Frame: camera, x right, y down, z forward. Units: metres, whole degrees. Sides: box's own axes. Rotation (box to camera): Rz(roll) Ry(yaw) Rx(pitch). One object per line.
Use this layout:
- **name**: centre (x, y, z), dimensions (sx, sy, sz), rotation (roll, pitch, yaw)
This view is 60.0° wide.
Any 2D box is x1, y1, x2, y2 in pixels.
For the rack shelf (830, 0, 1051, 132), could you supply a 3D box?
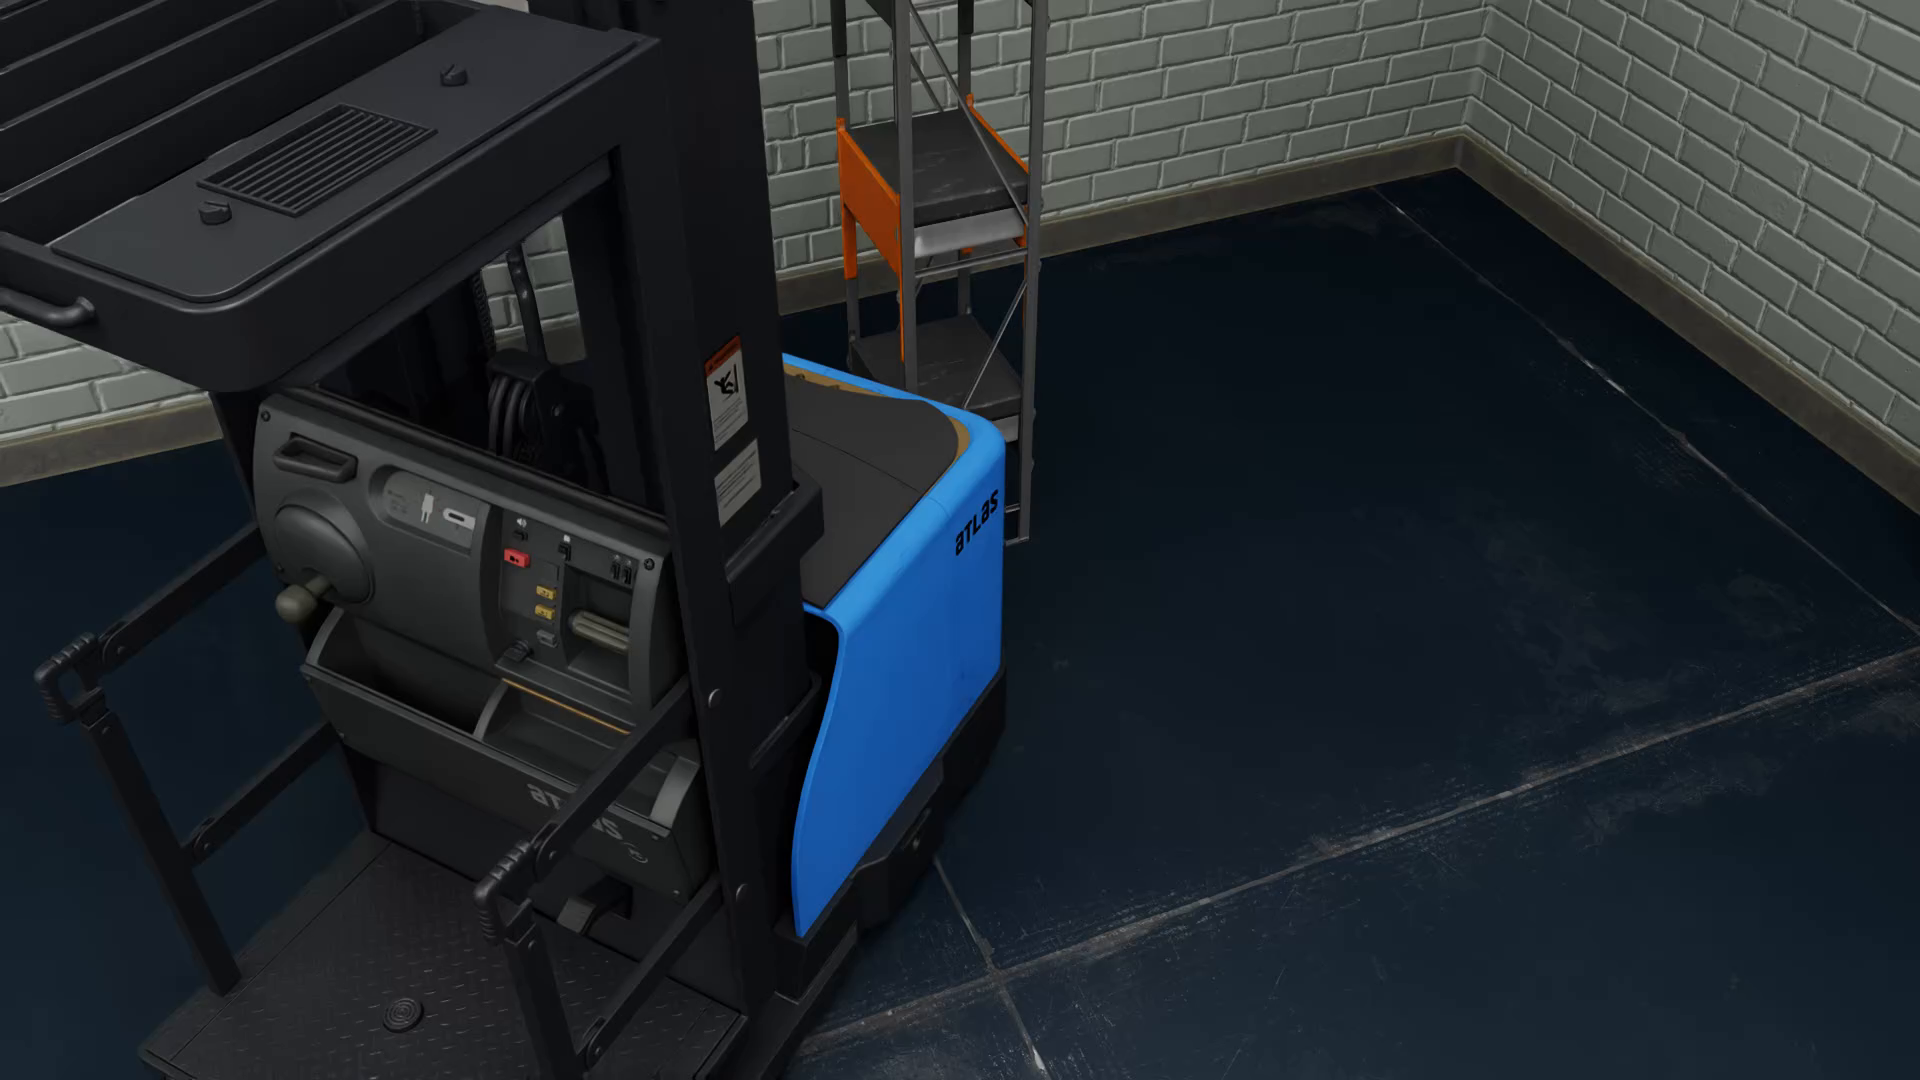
- **rack shelf**: centre (-0.063, -1.416, 4.234), dimensions (0.431, 0.518, 0.480), rotation (-15, 43, -17)

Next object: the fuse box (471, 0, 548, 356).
- **fuse box**: centre (-1.420, -1.160, 5.286), dimensions (0.539, 1.711, 0.414), rotation (-15, 43, -17)

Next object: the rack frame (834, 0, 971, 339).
- **rack frame**: centre (-0.157, -1.043, 4.852), dimensions (0.400, 2.100, 0.015), rotation (-15, 43, -17)

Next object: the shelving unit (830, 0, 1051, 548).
- **shelving unit**: centre (-0.063, -0.896, 4.681), dimensions (0.431, 2.100, 0.503), rotation (-15, 43, -17)

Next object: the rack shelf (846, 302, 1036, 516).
- **rack shelf**: centre (-0.063, -0.355, 5.147), dimensions (0.431, 0.518, 0.480), rotation (-15, 43, -17)

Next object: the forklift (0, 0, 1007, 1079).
- **forklift**: centre (-1.020, 0.121, 2.862), dimensions (1.130, 2.935, 3.031), rotation (19, 44, 21)

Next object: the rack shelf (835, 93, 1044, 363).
- **rack shelf**: centre (-0.063, -0.885, 4.690), dimensions (0.431, 0.518, 0.480), rotation (-15, 43, -17)

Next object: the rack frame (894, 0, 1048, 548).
- **rack frame**: centre (0.030, -0.749, 4.510), dimensions (0.400, 2.100, 0.015), rotation (-15, 43, -17)
